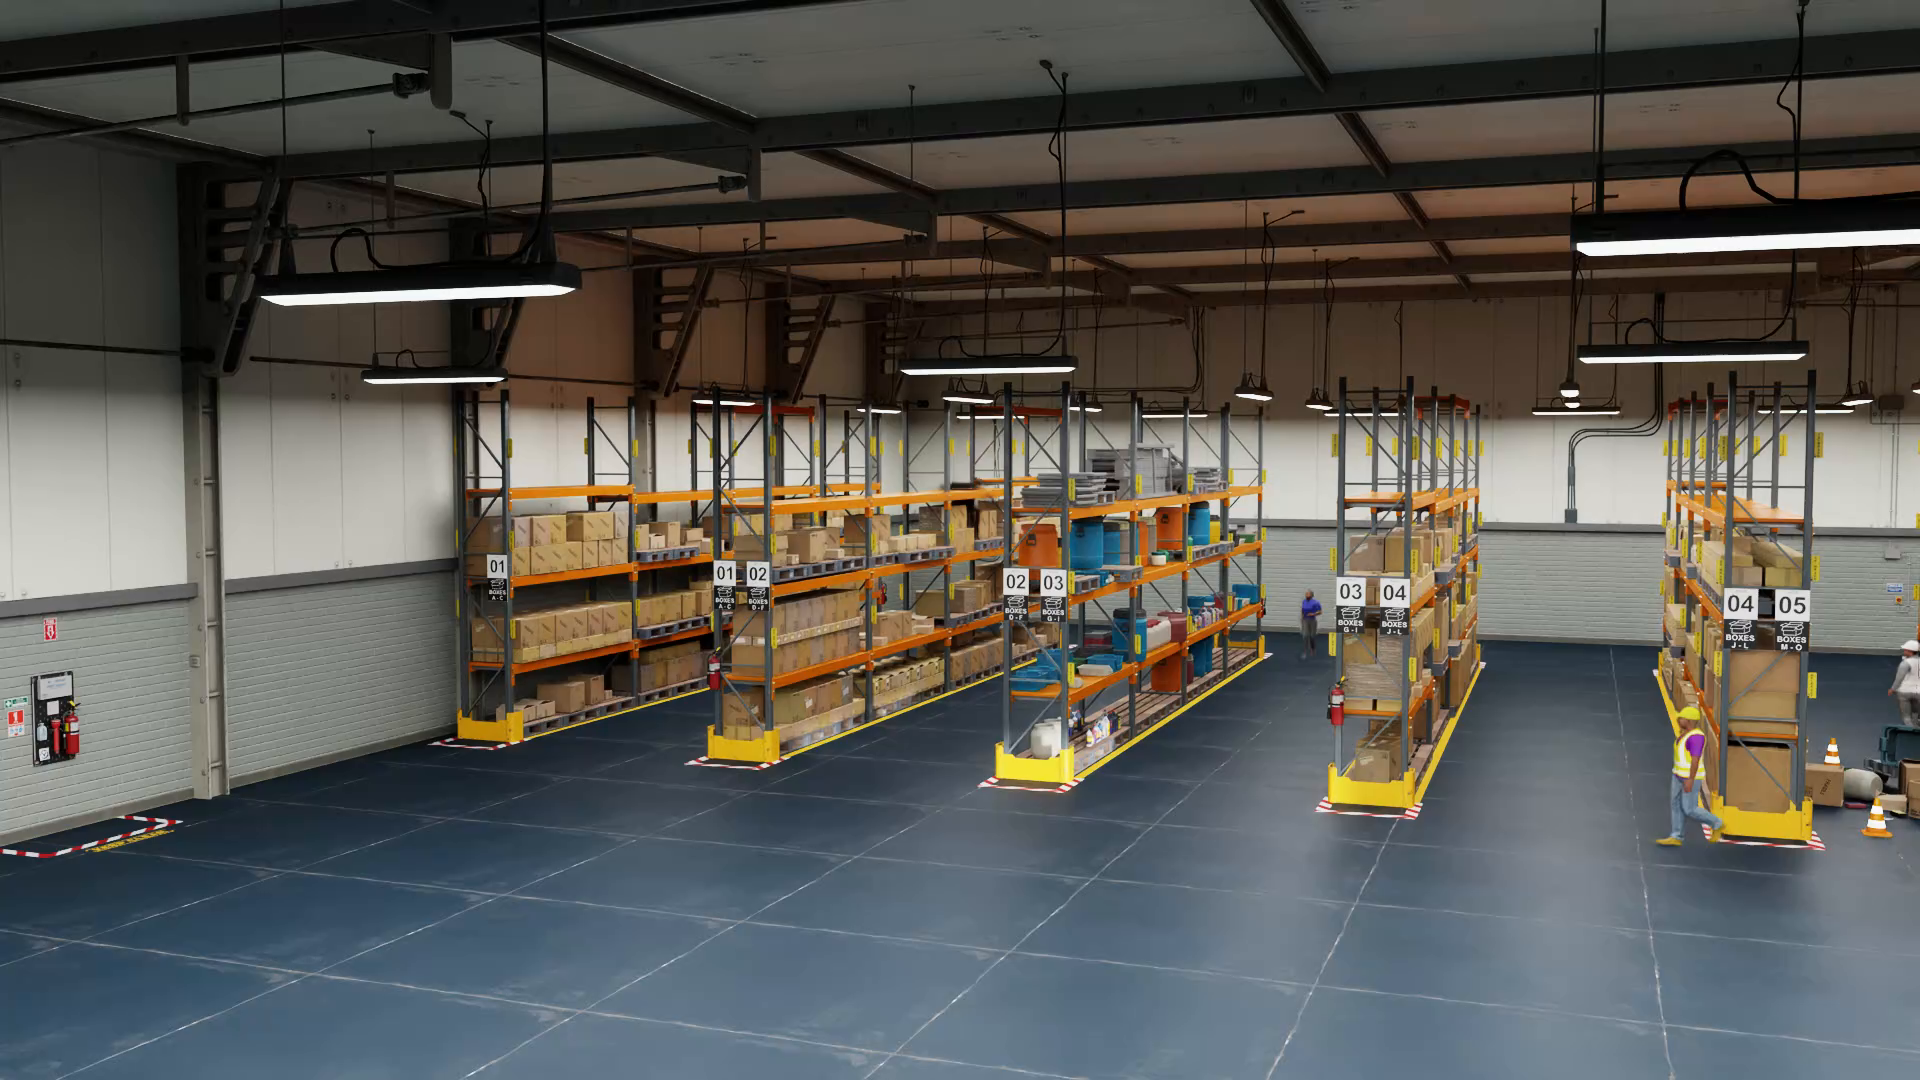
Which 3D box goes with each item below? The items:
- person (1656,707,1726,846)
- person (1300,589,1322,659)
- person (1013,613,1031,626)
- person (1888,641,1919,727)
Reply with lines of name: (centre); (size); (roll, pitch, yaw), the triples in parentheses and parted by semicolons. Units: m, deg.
person: (9.167, 2.968, 20.827); (0.763, 1.760, 0.541); (0, 3, -5)
person: (8.344, 1.978, 39.586); (0.556, 1.609, 1.028); (1, 3, 20)
person: (1.716, 1.719, 45.130); (0.557, 1.574, 0.430); (2, 4, 37)
person: (15.914, 2.580, 27.866); (0.602, 1.799, 0.689); (1, 3, 10)
